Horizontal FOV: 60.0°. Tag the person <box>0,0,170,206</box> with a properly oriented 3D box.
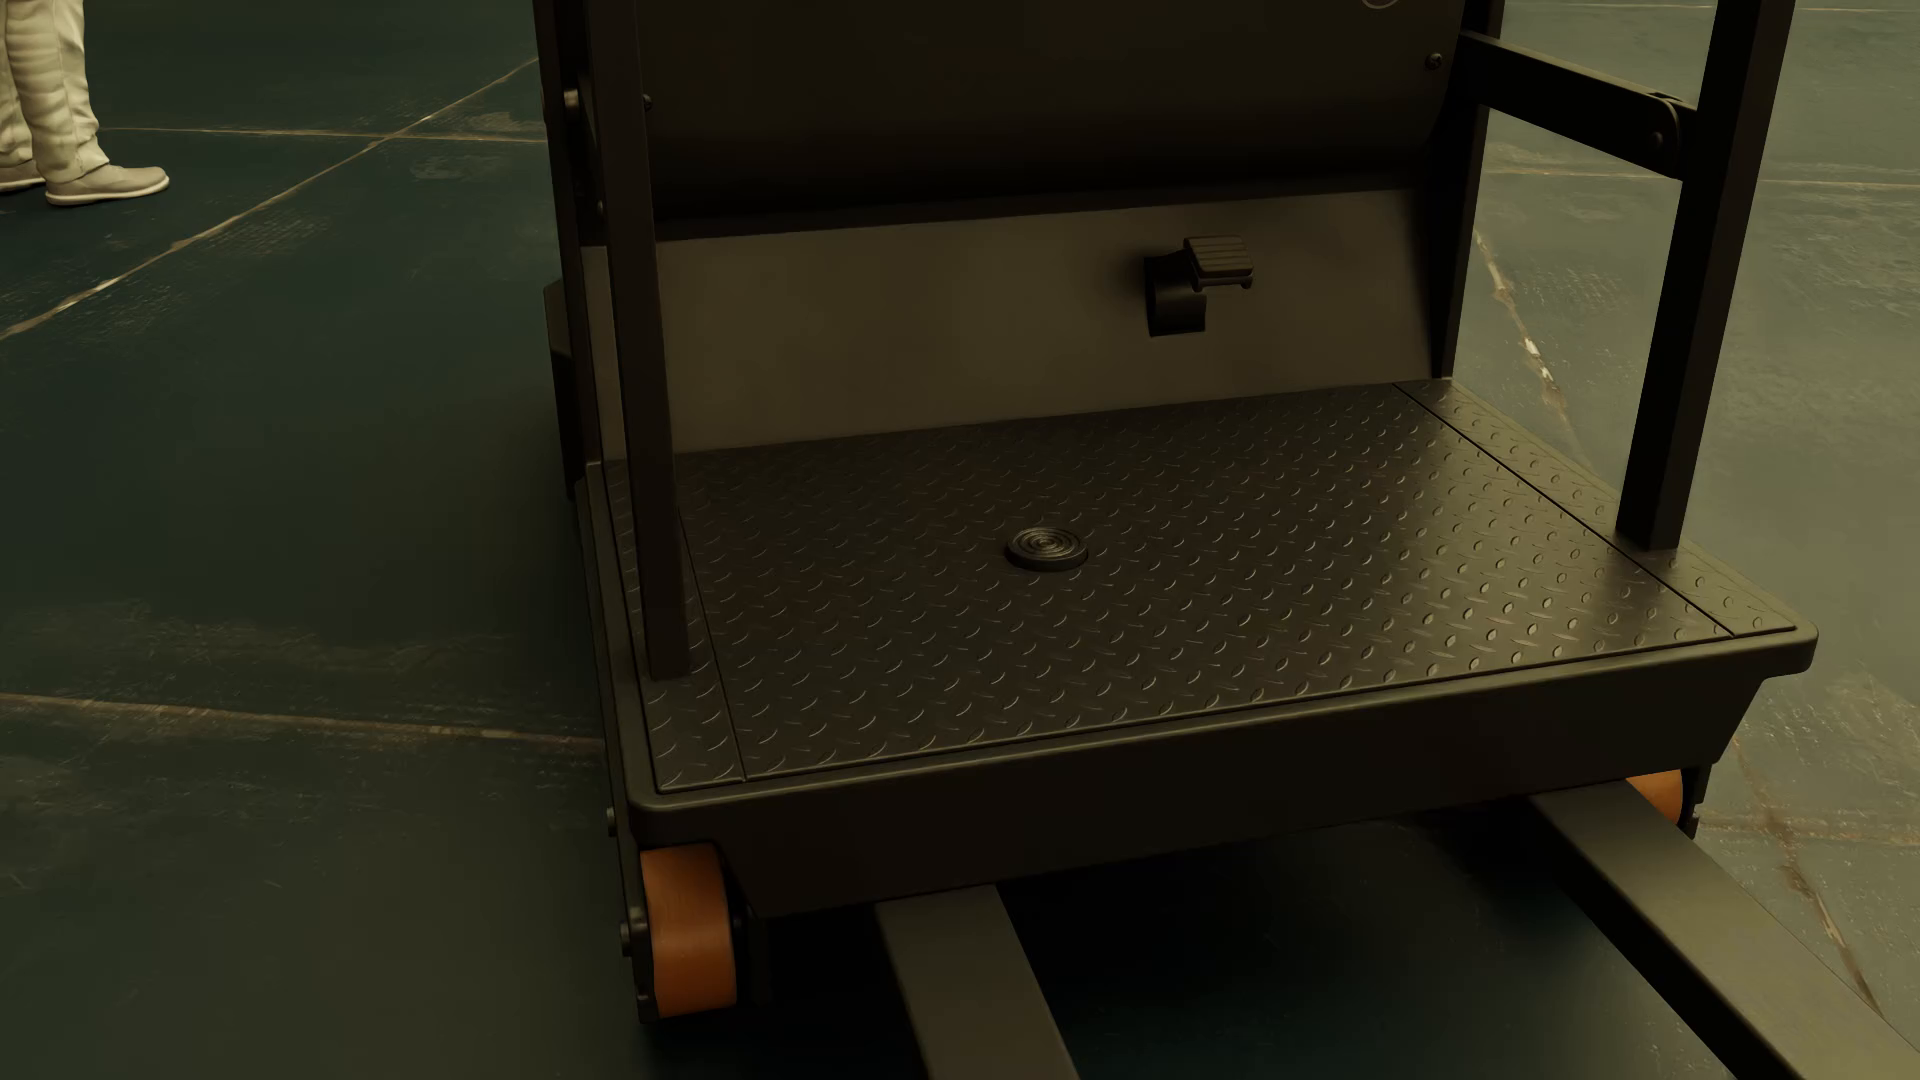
[{"bbox_3d":[-2.330,-1.652,3.953,0.481,1.669,0.390,15,30,28],"label":"person"}]

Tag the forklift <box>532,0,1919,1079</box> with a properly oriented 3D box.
[{"bbox_3d":[0.153,-1.049,1.319,1.130,2.935,3.031,-7,27,-13],"label":"forklift"}]
